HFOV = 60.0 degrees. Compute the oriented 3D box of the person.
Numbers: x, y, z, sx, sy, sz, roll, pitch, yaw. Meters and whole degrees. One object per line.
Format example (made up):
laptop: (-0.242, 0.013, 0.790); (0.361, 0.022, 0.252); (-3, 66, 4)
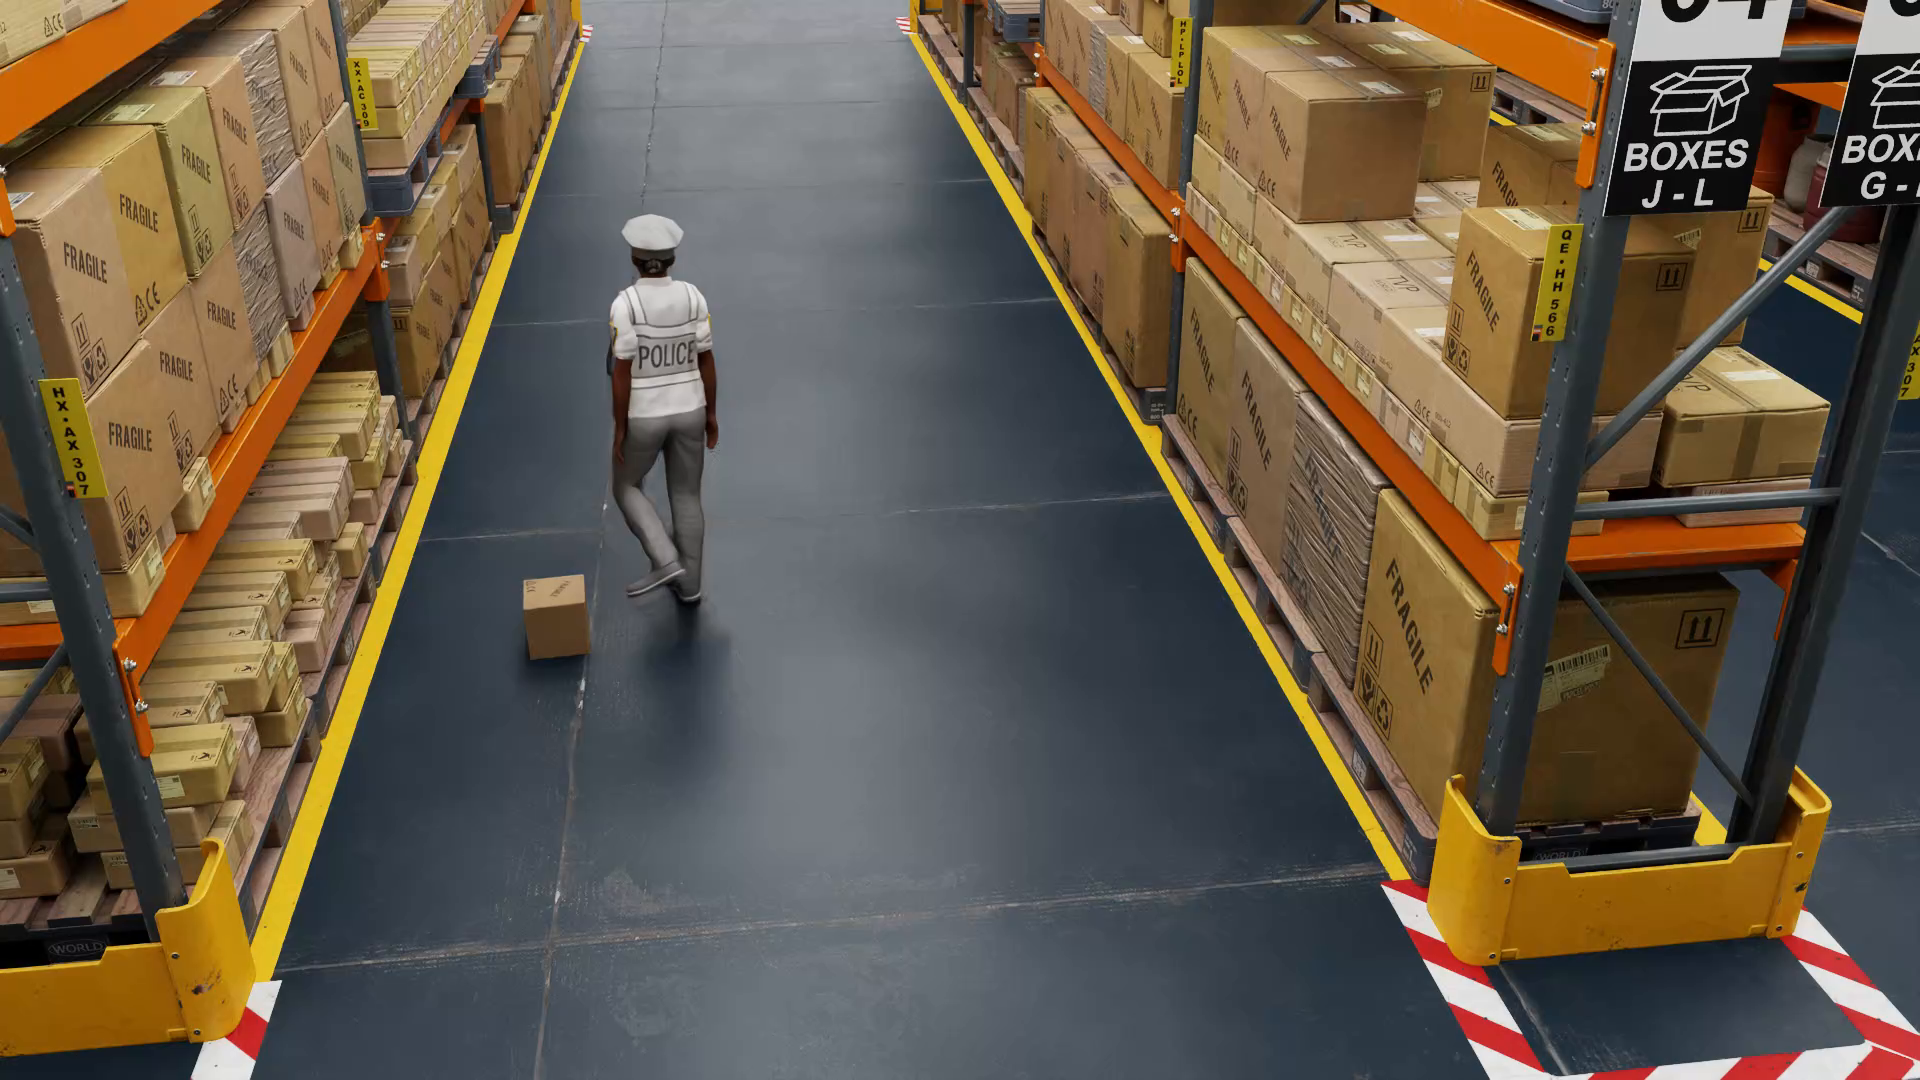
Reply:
person: (-1.258, -0.505, 7.066); (0.522, 1.672, 0.492); (-14, 31, -26)
